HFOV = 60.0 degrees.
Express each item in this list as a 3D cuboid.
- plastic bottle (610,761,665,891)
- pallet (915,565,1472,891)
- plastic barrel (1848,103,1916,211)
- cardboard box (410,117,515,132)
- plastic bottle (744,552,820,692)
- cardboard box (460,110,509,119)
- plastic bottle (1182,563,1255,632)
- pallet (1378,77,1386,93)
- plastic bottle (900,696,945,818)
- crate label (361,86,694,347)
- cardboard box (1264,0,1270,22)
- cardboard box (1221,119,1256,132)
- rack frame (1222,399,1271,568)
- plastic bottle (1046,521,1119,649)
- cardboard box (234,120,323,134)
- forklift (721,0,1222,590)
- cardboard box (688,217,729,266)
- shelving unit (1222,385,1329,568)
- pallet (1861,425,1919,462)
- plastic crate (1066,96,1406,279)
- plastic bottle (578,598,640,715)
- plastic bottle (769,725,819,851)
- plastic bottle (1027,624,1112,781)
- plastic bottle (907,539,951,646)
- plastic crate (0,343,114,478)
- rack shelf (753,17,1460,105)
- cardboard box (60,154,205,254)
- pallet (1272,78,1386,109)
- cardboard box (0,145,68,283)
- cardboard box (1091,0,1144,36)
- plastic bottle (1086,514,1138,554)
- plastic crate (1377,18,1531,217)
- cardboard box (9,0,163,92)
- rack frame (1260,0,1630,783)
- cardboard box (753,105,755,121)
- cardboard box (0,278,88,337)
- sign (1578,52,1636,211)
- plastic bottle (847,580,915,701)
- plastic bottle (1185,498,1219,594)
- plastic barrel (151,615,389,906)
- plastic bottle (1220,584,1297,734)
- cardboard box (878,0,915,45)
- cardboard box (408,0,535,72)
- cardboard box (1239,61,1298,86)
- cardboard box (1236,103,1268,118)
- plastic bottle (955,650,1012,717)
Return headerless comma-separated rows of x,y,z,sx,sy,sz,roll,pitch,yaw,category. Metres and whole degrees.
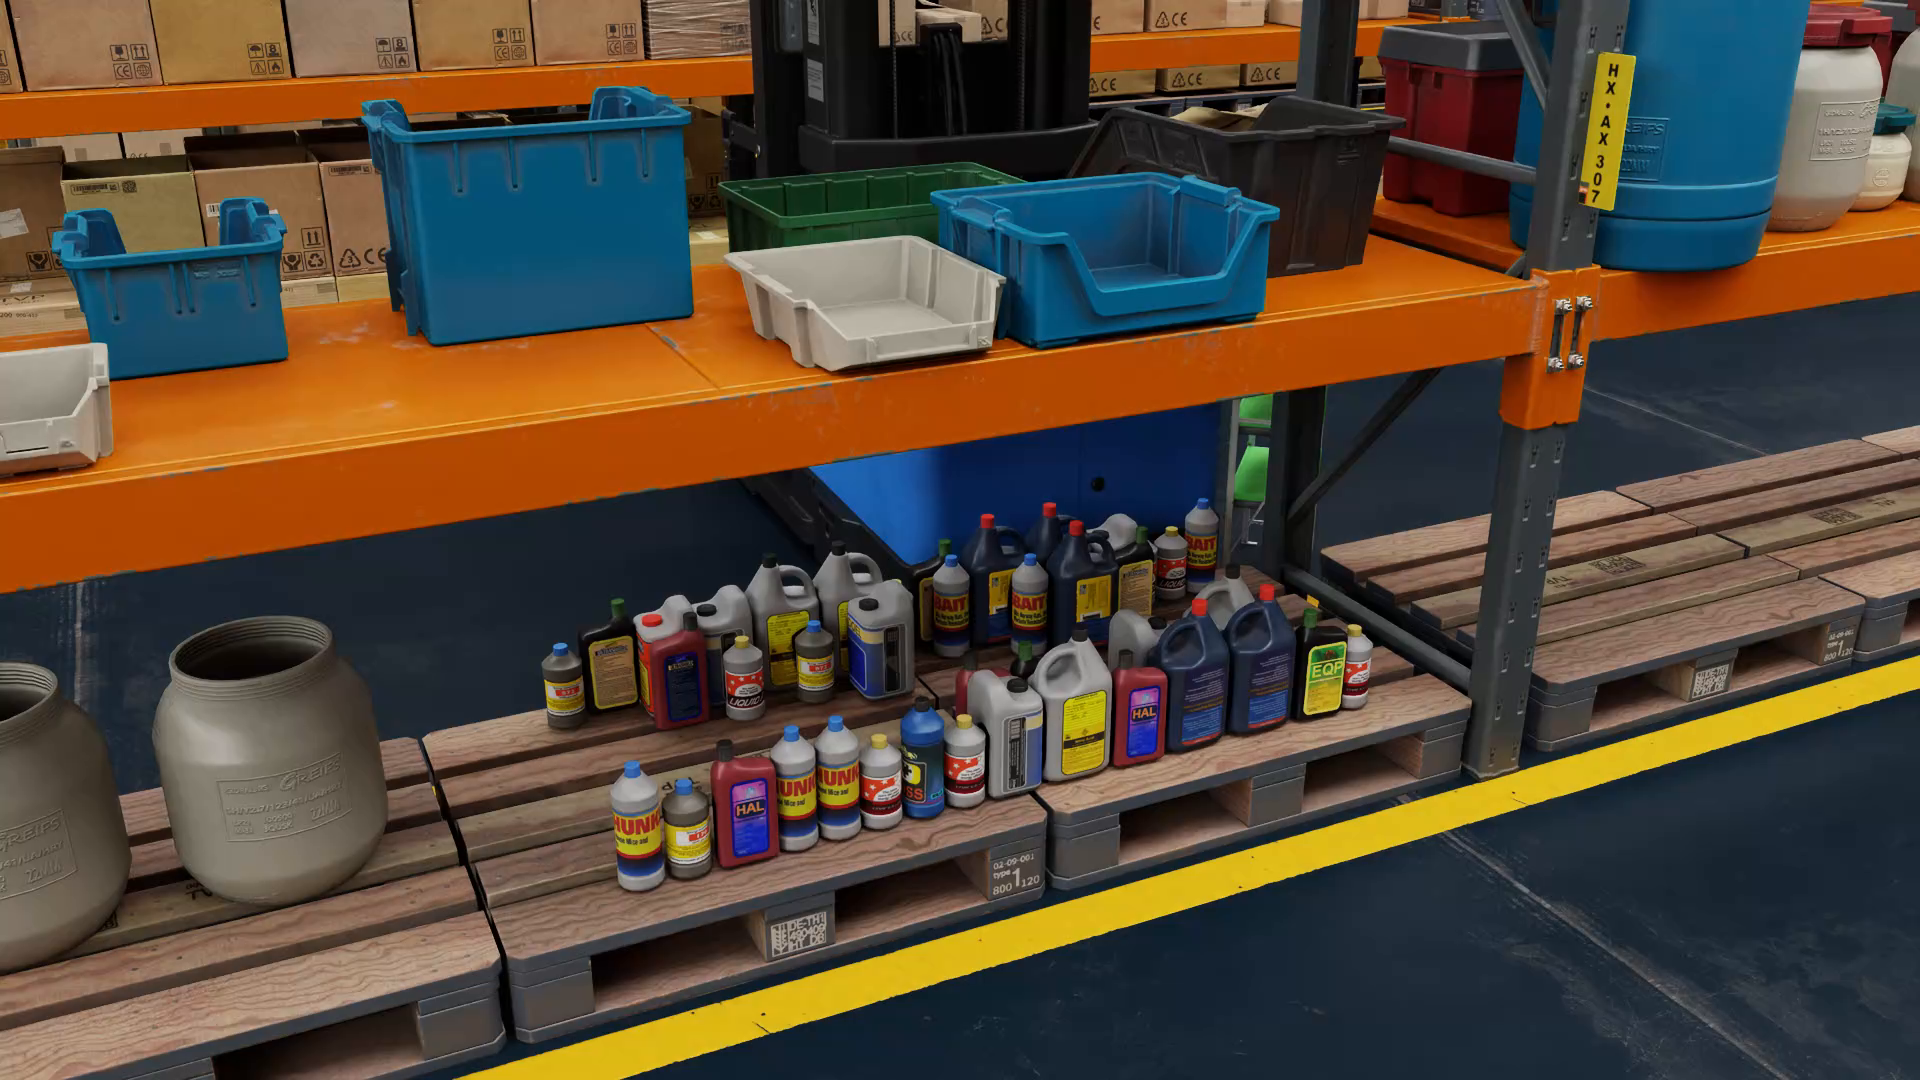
-0.664,0.580,3.420,0.097,0.271,0.097,0,22,0,plastic bottle
0.548,0.438,4.417,1.213,0.211,1.003,-10,25,-24,pallet
2.430,-1.051,4.547,0.301,0.262,0.301,0,22,0,plastic barrel
-2.428,-1.791,8.219,0.500,0.500,0.500,-10,25,-24,cardboard box
-0.457,0.196,4.242,0.185,0.351,0.144,-9,24,-21,plastic bottle
-3.595,-3.157,12.584,0.250,0.166,0.380,-14,26,-30,cardboard box
0.653,0.229,4.162,0.185,0.351,0.144,-10,25,-24,plastic bottle
4.802,-4.500,16.345,1.213,0.211,1.003,-10,25,-24,pallet
-0.083,0.473,3.678,0.097,0.271,0.097,0,22,0,plastic bottle
-0.892,-0.699,3.471,0.616,0.435,0.502,-10,25,-24,crate label
1.741,-3.196,9.666,0.500,0.311,0.500,-11,25,-24,cardboard box
1.800,-2.241,9.556,0.500,0.311,0.500,-11,25,-24,cardboard box
0.942,-0.351,5.029,0.240,1.200,0.015,7,23,16,rack frame
0.326,0.113,4.442,0.185,0.351,0.144,-10,25,-24,plastic bottle
-4.871,-3.030,11.840,0.500,0.500,0.700,-12,25,-27,cardboard box
-0.247,-1.575,5.722,1.130,2.935,3.031,-9,24,-21,forklift
-1.297,-1.427,8.321,0.500,0.250,0.500,-10,25,-24,cardboard box
1.013,-0.440,5.245,0.258,1.200,0.503,7,23,16,shelving unit
4.060,-0.208,5.976,1.213,0.211,1.003,-10,25,-24,pallet
0.644,-0.876,4.026,0.504,0.338,0.767,-10,25,-24,plastic crate
-0.871,0.286,4.113,0.133,0.283,0.061,-10,24,-22,plastic bottle
-0.355,0.523,3.557,0.097,0.271,0.097,0,22,0,plastic bottle
0.252,0.364,3.836,0.185,0.351,0.144,-11,25,-24,plastic bottle
-0.073,0.139,4.468,0.133,0.283,0.061,-9,24,-21,plastic bottle
-1.487,-0.200,2.656,0.250,0.136,0.298,-10,25,-24,plastic crate
0.828,-2.655,9.182,4.000,0.370,1.077,-10,25,-24,rack shelf
-3.549,-1.358,7.174,0.500,0.500,0.500,-10,25,-24,cardboard box
3.420,-4.247,15.733,1.213,0.211,1.003,-10,25,-24,pallet
-4.224,-1.453,7.405,0.500,0.500,0.500,-10,25,-24,cardboard box
0.651,-2.994,8.930,0.500,0.500,0.500,-10,25,-24,cardboard box
0.414,0.072,4.639,0.135,0.276,0.152,-9,24,-22,plastic bottle
1.475,-1.163,4.554,0.583,0.464,0.402,-10,25,-24,plastic crate
-3.681,-2.200,7.012,0.500,0.500,0.700,-10,24,-22,cardboard box
1.171,-0.948,4.118,0.127,3.000,1.000,-10,25,-24,rack frame
-1.548,-3.712,13.488,0.500,0.500,0.700,-10,25,-23,cardboard box
-3.998,-0.928,7.115,0.500,0.250,0.500,-10,25,-24,cardboard box
1.400,-0.884,3.602,0.005,0.325,0.100,-10,25,-24,sign
-0.202,0.247,4.217,0.135,0.276,0.152,-10,25,-24,plastic bottle
0.694,0.011,4.793,0.097,0.271,0.097,0,22,0,plastic bottle
-1.422,0.453,3.439,0.421,0.512,0.421,0,22,0,plastic barrel
0.716,0.279,4.042,0.185,0.351,0.144,-11,25,-25,plastic bottle
-0.549,-2.683,8.505,0.500,0.250,0.500,-9,24,-20,cardboard box
-2.297,-2.454,7.626,0.500,0.500,0.700,-10,25,-23,cardboard box
2.754,-4.589,15.175,0.750,0.750,0.750,-10,24,-22,cardboard box
2.031,-2.516,10.219,0.500,0.311,0.500,-10,24,-22,cardboard box
0.057,0.385,3.875,0.133,0.283,0.061,-10,25,-24,plastic bottle
